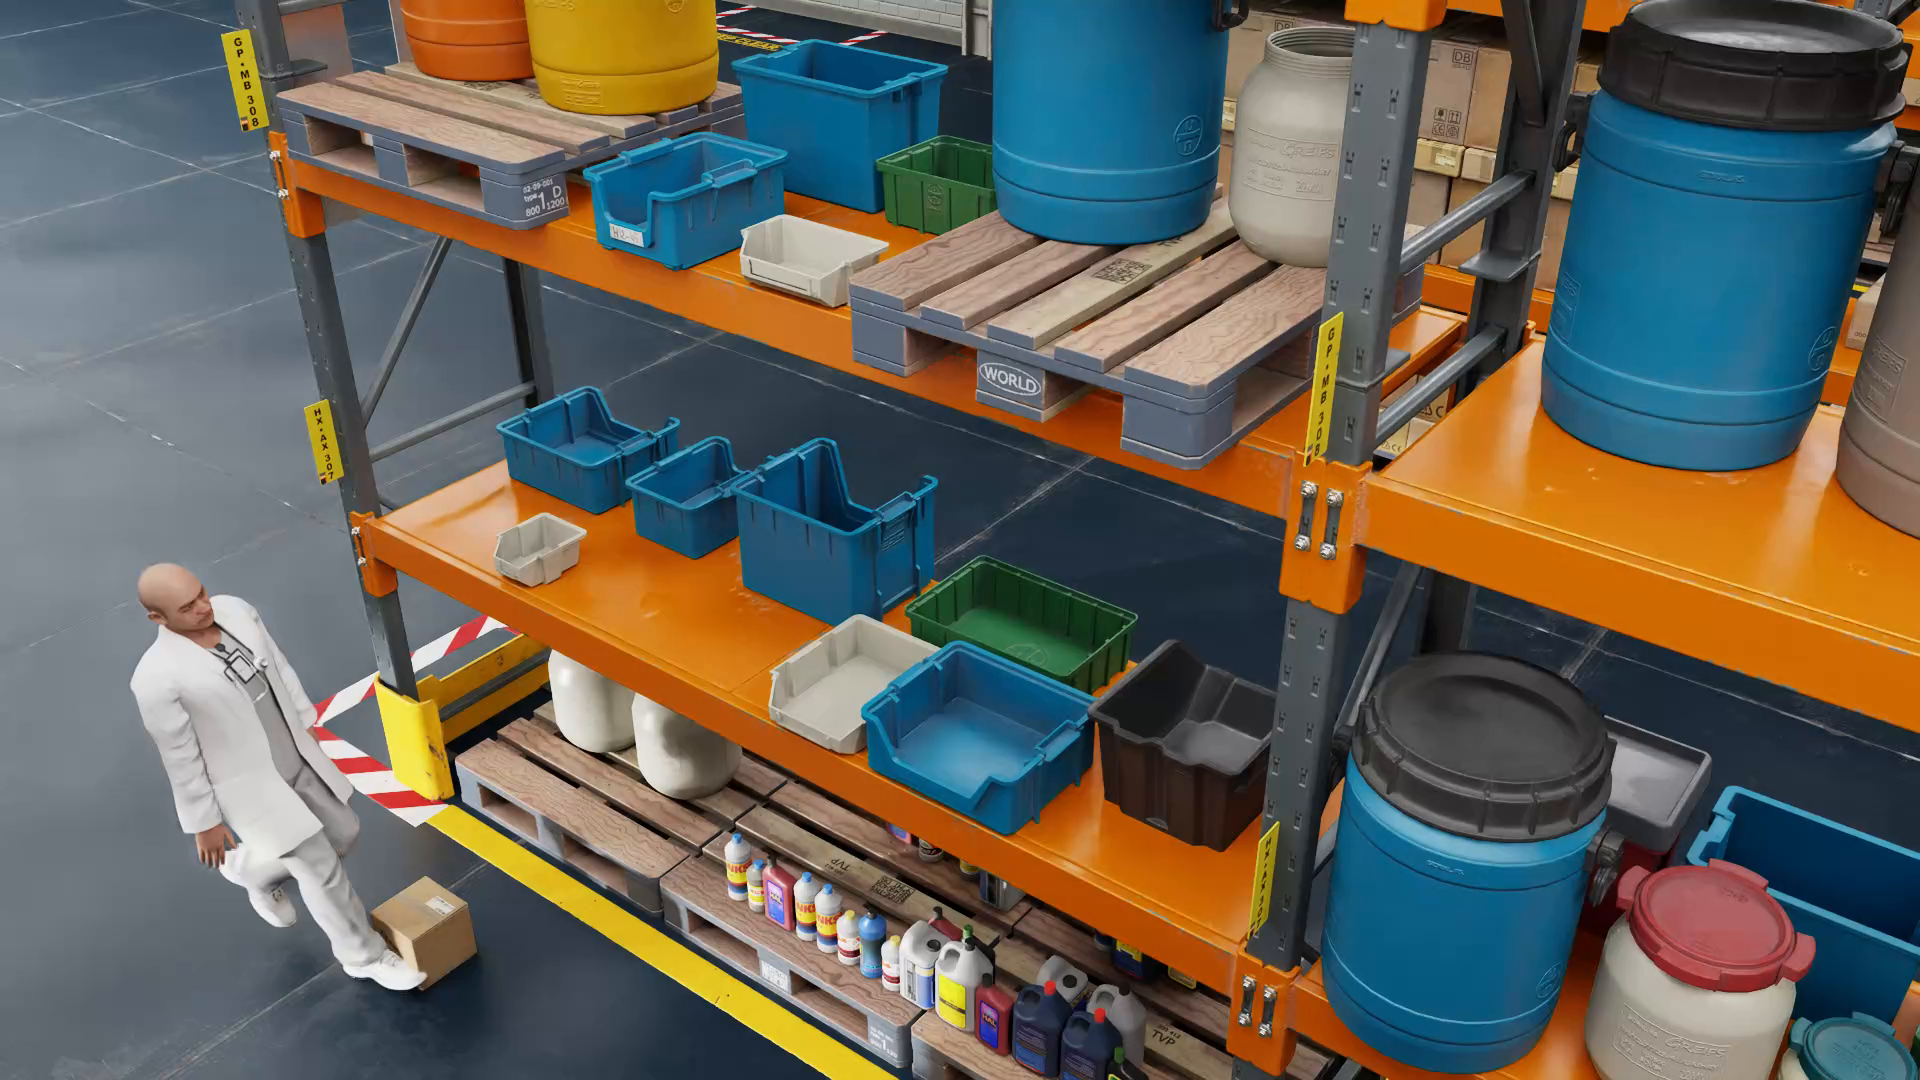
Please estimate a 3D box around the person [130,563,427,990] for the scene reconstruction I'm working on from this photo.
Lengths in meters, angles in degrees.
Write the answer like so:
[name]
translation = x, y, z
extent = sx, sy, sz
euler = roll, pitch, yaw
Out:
[person]
translation = -2.367, 0.820, 5.819
extent = 0.907, 1.708, 0.653
euler = 8, 31, 14
